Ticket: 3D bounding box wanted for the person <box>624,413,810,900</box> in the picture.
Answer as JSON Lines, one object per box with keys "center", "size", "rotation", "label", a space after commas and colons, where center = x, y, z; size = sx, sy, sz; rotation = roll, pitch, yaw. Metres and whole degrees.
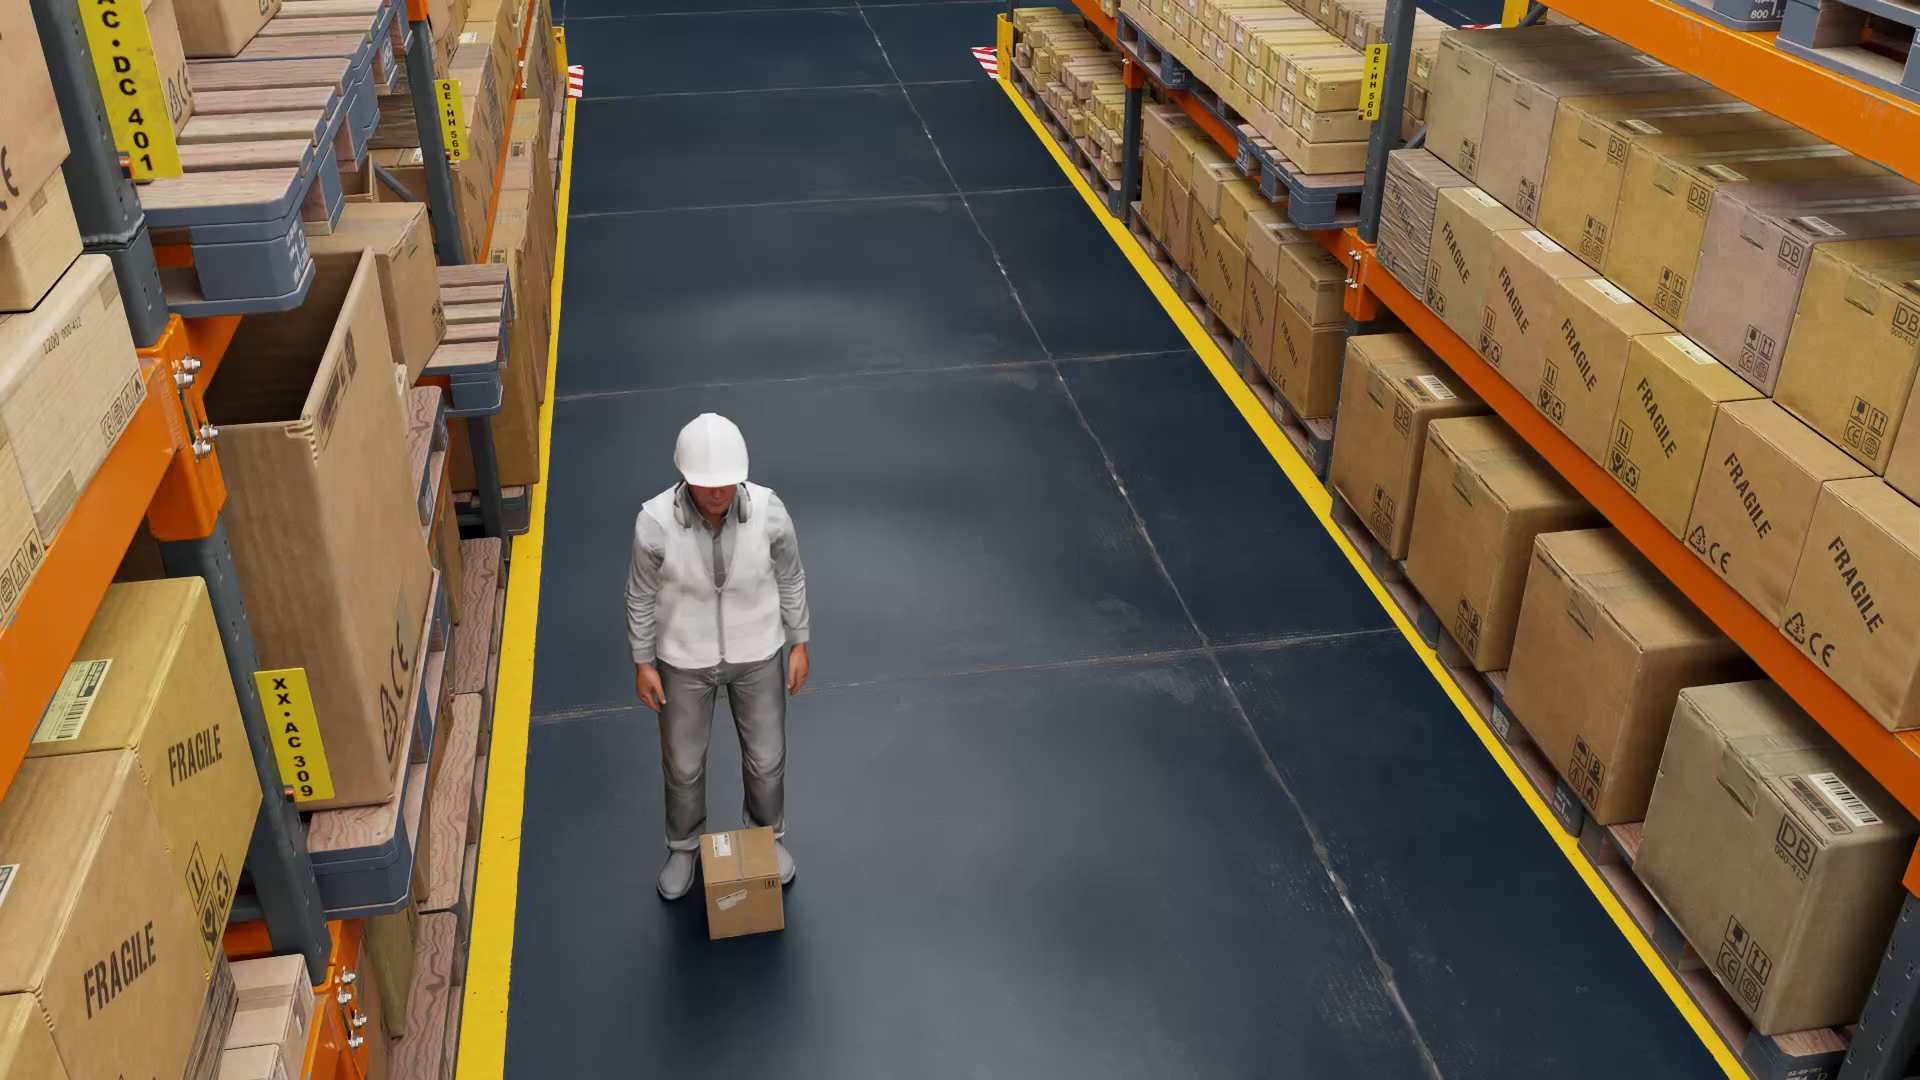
{"center": [-0.785, 0.374, 5.468], "size": [0.592, 1.773, 0.457], "rotation": [-7, 31, -11], "label": "person"}
